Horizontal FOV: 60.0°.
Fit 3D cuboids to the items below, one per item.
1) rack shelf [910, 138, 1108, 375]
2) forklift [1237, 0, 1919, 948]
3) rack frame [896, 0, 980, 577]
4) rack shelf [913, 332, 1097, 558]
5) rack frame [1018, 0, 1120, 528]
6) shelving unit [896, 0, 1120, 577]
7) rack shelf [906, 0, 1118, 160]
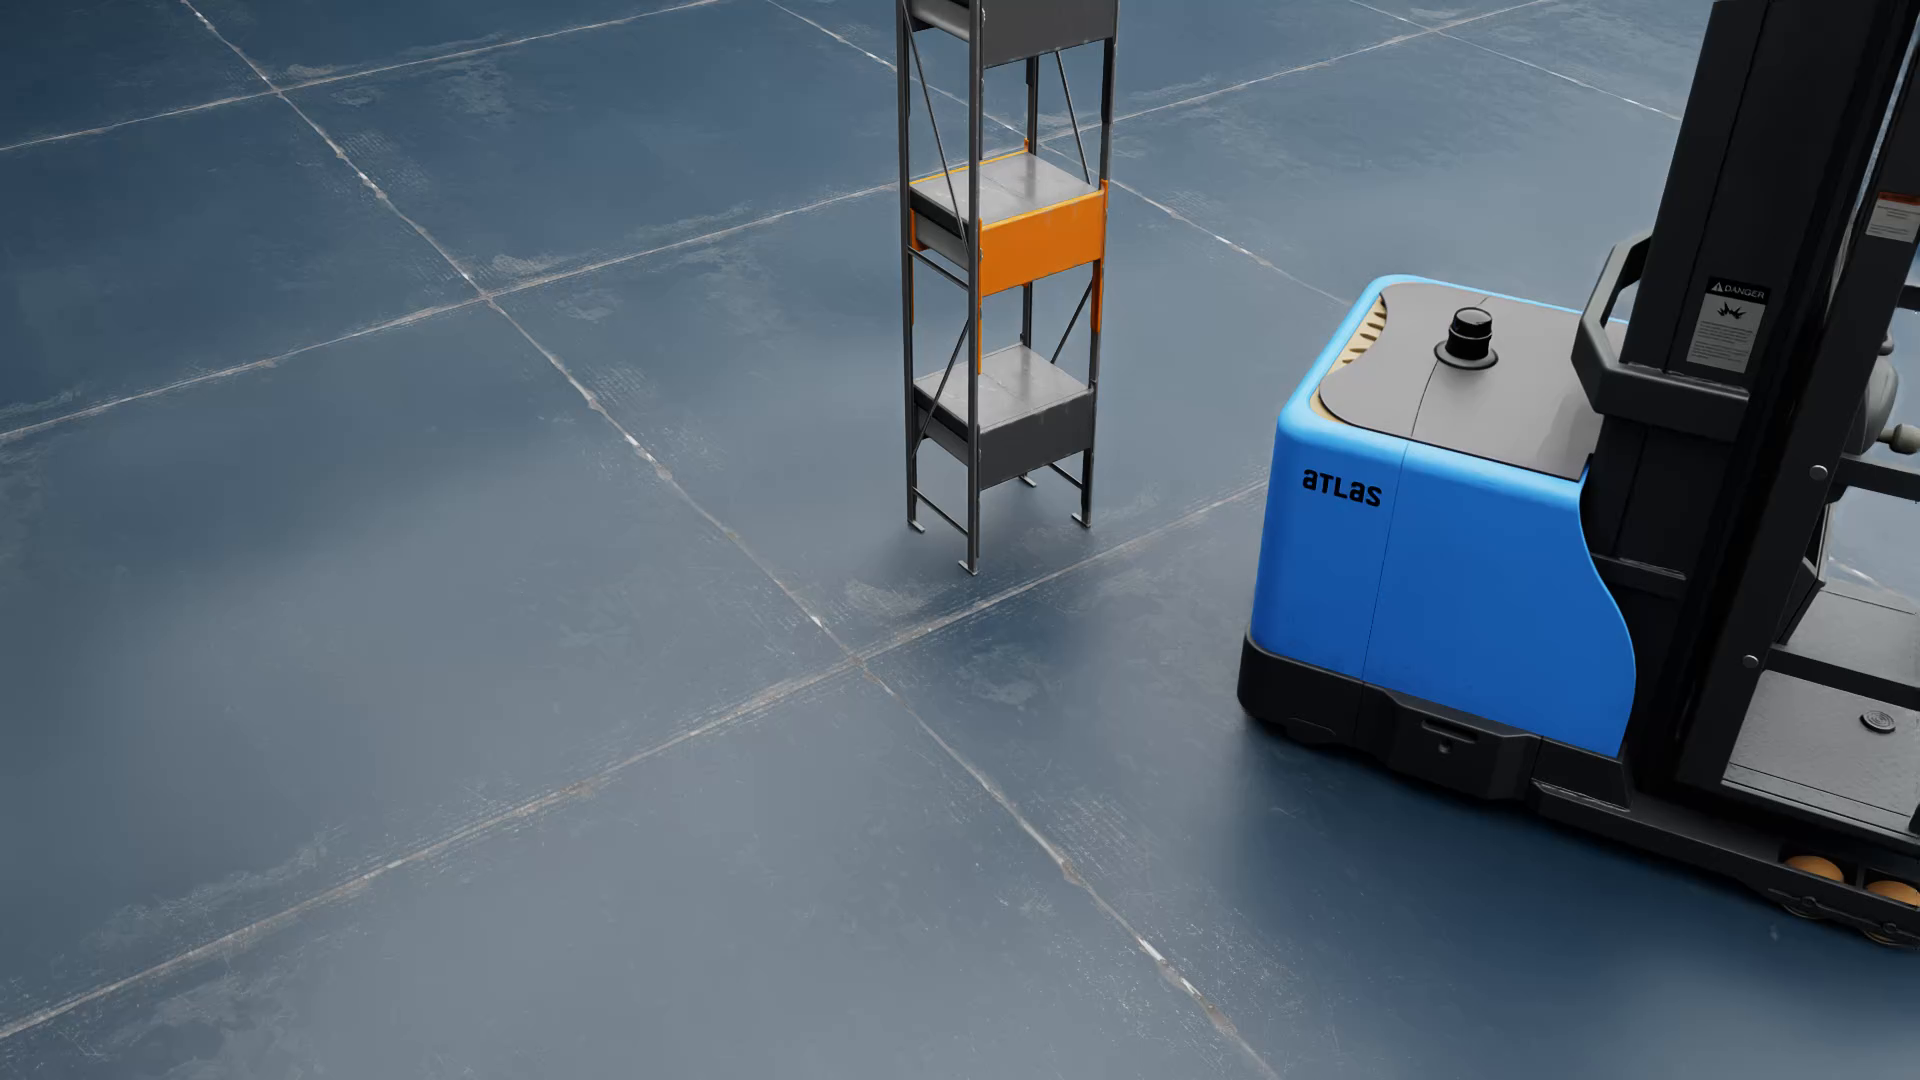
[{"bbox_3d":[0.135,-0.897,5.222,0.480,0.518,0.431,-22,41,-28],"label":"rack shelf"},{"bbox_3d":[2.379,-0.501,3.936,3.031,2.935,1.130,17,39,22],"label":"forklift"},{"bbox_3d":[-0.064,-0.826,5.100,0.015,2.100,0.400,-22,41,-28],"label":"rack frame"},{"bbox_3d":[0.135,-0.329,5.631,0.480,0.518,0.431,-22,41,-28],"label":"rack shelf"},{"bbox_3d":[0.335,-0.990,5.328,0.015,2.100,0.400,-22,41,-28],"label":"rack frame"},{"bbox_3d":[0.135,-0.908,5.214,0.503,2.100,0.431,-22,41,-28],"label":"shelving unit"},{"bbox_3d":[0.135,-1.465,4.814,0.480,0.518,0.431,-22,41,-28],"label":"rack shelf"}]
